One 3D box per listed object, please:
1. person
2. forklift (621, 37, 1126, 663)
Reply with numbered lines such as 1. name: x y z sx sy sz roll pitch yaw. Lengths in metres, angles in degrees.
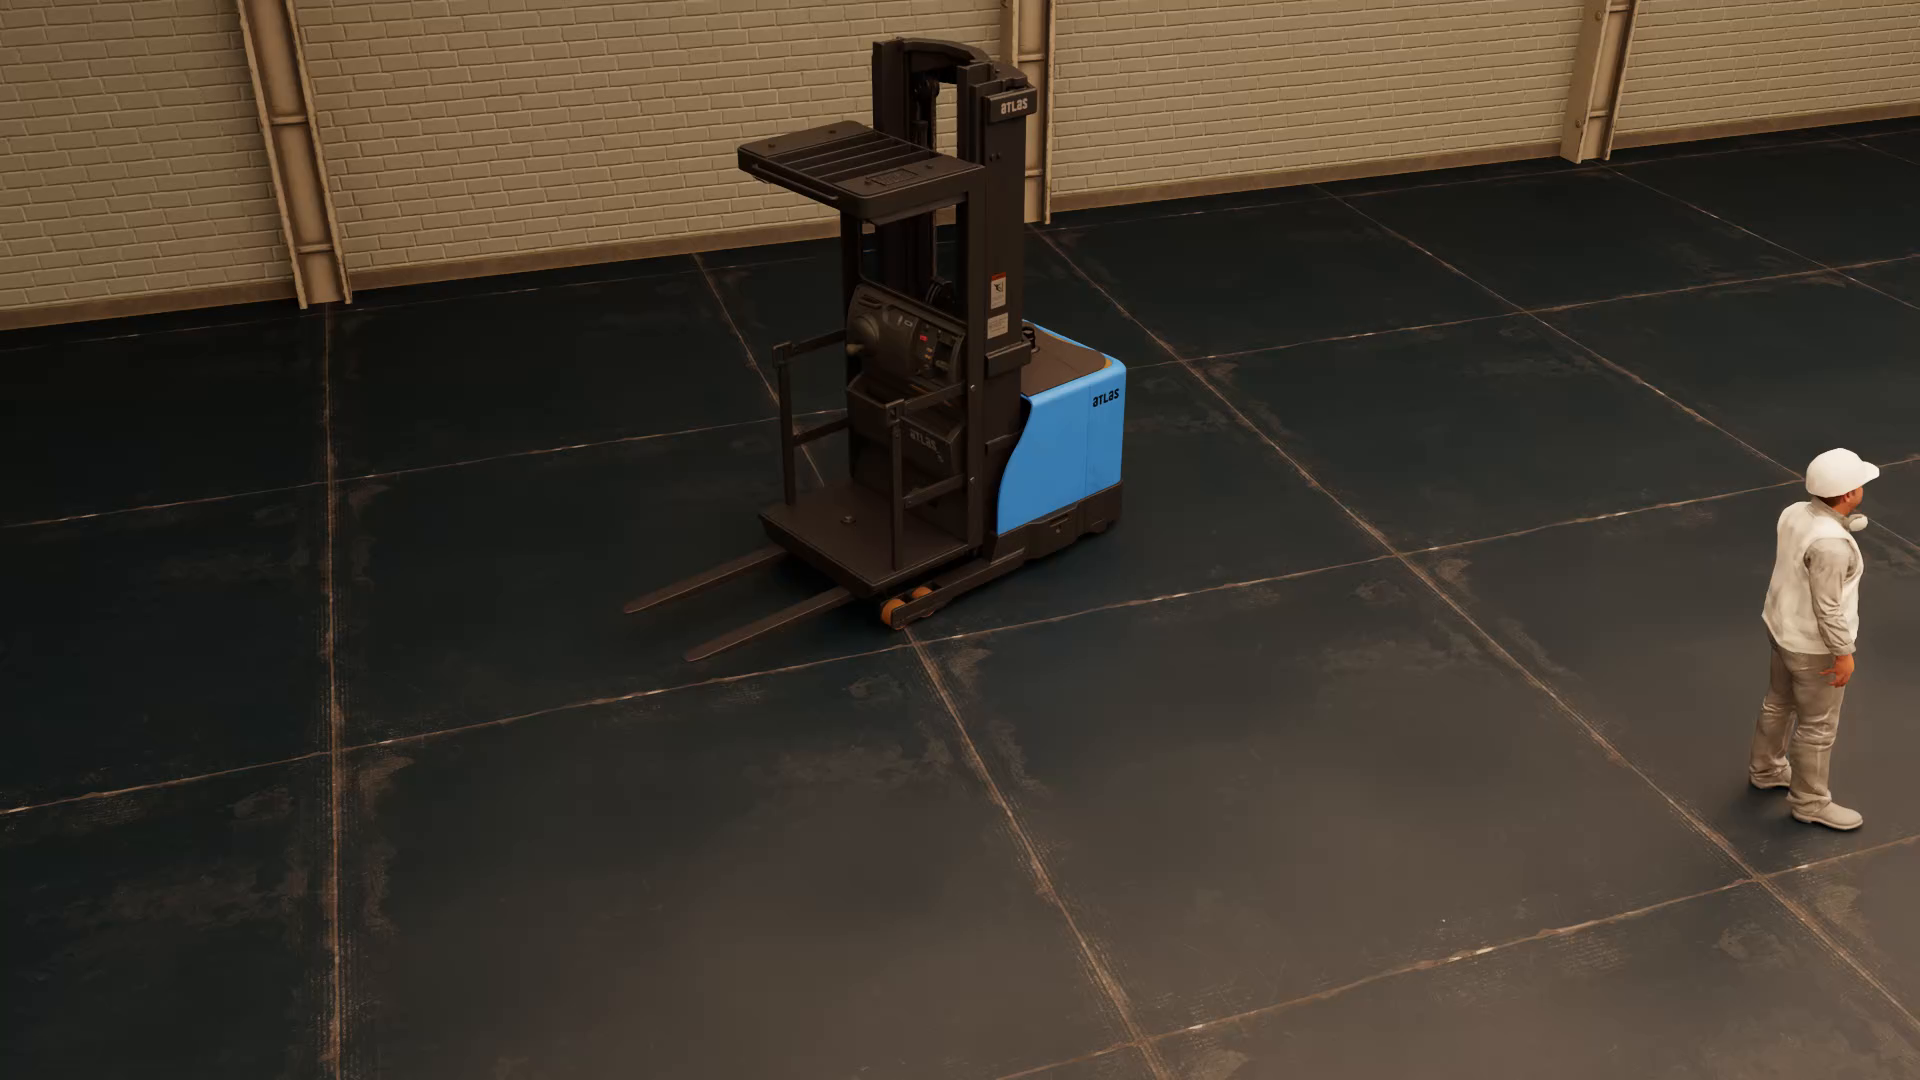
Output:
1. person: 3.912 0.414 7.513 0.569 1.773 0.632 2 30 4
2. forklift: -0.461 -1.072 8.951 3.031 2.935 1.130 -23 37 -34
